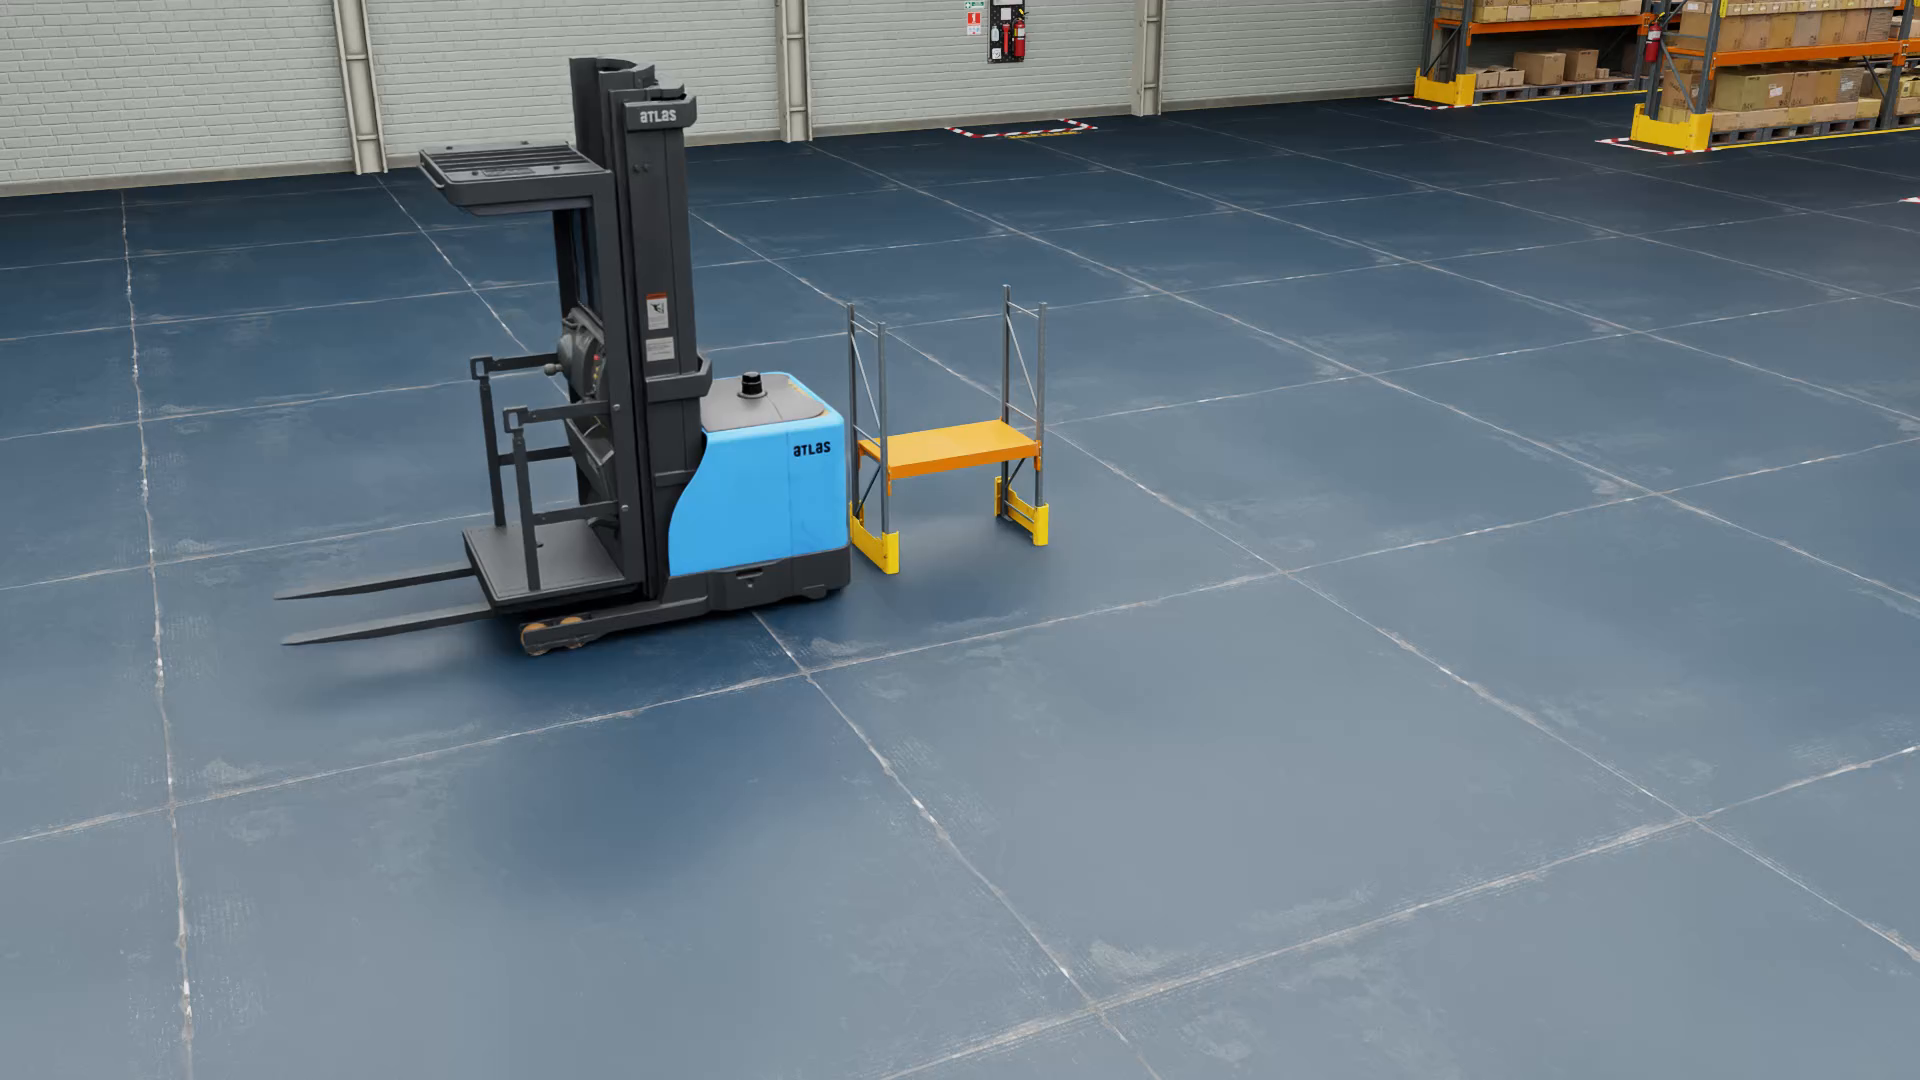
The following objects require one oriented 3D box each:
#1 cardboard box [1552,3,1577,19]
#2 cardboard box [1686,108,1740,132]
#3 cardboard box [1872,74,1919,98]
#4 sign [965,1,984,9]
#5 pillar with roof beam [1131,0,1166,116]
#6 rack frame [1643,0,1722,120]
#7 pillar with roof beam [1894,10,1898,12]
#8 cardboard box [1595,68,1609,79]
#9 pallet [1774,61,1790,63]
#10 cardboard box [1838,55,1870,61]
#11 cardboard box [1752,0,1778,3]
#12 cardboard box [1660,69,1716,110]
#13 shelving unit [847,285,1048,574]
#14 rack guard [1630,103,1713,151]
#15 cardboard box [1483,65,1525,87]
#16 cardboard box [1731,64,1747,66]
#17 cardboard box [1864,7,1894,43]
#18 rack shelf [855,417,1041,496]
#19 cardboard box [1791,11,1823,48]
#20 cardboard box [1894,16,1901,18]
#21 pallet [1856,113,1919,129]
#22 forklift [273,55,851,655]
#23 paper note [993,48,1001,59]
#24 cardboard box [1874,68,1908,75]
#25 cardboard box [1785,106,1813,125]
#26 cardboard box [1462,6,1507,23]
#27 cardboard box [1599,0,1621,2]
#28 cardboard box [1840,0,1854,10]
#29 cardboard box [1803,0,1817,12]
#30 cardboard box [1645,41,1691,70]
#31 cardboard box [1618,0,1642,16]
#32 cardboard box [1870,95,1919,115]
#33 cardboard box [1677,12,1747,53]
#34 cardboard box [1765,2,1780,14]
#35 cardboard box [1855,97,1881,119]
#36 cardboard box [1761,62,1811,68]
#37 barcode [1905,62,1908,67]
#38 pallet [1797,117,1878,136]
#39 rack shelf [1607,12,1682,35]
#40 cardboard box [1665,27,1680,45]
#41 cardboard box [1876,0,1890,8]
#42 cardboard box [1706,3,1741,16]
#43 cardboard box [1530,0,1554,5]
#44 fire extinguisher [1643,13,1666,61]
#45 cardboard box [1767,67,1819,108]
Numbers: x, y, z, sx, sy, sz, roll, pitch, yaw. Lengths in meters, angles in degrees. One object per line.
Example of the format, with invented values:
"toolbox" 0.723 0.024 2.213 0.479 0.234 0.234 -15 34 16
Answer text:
"cardboard box" 10.106 -9.015 28.276 0.500 0.250 0.500 -10 25 -23
"cardboard box" 10.880 -6.076 24.053 0.500 0.250 0.500 -10 25 -24
"cardboard box" 14.385 -6.969 25.477 0.500 0.311 0.500 -10 25 -23
"sign" 0.220 -8.072 25.088 0.331 0.109 0.001 -10 25 -24
"pillar with roof beam" 4.865 -9.554 21.565 0.400 9.000 9.100 -10 25 -24
"rack frame" 10.300 -7.140 23.577 0.127 3.000 1.000 -10 25 -24
"pillar with roof beam" 21.084 -12.540 28.778 0.400 9.000 9.100 -10 25 -24
"cardboard box" 11.284 -8.305 29.521 0.250 0.166 0.380 -14 26 -30
"pallet" 16.100 -8.990 31.692 1.213 0.211 1.003 -10 25 -24
"cardboard box" 16.869 -9.594 31.768 0.750 0.750 0.750 -11 25 -24
"cardboard box" 11.246 -7.957 23.723 0.500 0.500 0.700 -11 25 -25
"cardboard box" 10.655 -6.602 24.342 0.500 0.500 0.500 -10 25 -24
"shelving unit" -0.069 -0.680 9.933 1.083 1.500 0.587 -10 25 -24
"rack guard" 10.279 -5.981 24.046 0.348 0.500 1.175 -10 25 -24
"cardboard box" 9.325 -7.986 28.561 0.500 0.311 0.500 -8 24 -19
"cardboard box" 14.216 -9.039 30.858 0.500 0.500 0.700 -10 25 -24
"cardboard box" 13.508 -7.774 24.978 0.500 0.500 0.700 -11 25 -25
"rack shelf" -0.077 -0.513 9.998 1.000 0.185 0.538 -10 25 -24
"cardboard box" 12.120 -7.517 24.357 0.500 0.500 0.700 -10 24 -22
"cardboard box" 14.617 -7.951 25.711 0.258 0.266 0.396 -11 25 -25
"pallet" 14.552 -6.651 26.041 1.213 0.211 1.003 -10 25 -24
"forklift" -2.184 -0.976 8.776 3.031 2.935 1.130 -10 24 -22
"paper note" 0.565 -7.456 25.493 0.142 0.148 0.016 -10 25 -24
"cardboard box" 14.611 -7.241 26.133 0.500 0.311 0.500 -10 24 -22
"cardboard box" 12.232 -6.324 24.652 0.500 0.250 0.500 -10 25 -24
"cardboard box" 8.726 -8.758 27.656 0.500 0.250 0.500 -11 25 -25
"cardboard box" 11.014 -9.527 28.533 0.500 0.500 0.500 -11 25 -24
"cardboard box" 12.835 -7.862 24.343 0.250 0.149 0.380 -11 25 -24
"cardboard box" 12.133 -7.732 24.027 0.250 0.149 0.380 -10 25 -23
"cardboard box" 12.853 -8.789 30.254 0.500 0.500 0.700 -11 25 -25
"cardboard box" 11.458 -9.267 28.886 0.500 0.250 0.500 -10 25 -23
"cardboard box" 14.376 -6.709 25.581 0.500 0.250 0.500 -11 25 -25
"cardboard box" 10.727 -7.259 23.735 0.500 0.500 0.700 -10 25 -24
"cardboard box" 11.438 -7.604 23.718 0.250 0.149 0.380 -11 25 -24
"cardboard box" 13.582 -6.575 25.258 0.500 0.250 0.500 -10 25 -24
"cardboard box" 12.450 -6.939 25.156 0.500 0.500 0.500 -10 25 -24
"barcode" 14.315 -7.194 25.146 0.075 0.075 0.001 -10 25 -24
"pallet" 13.170 -6.398 25.430 1.213 0.211 1.003 -10 25 -24
"rack shelf" 13.555 -9.510 30.242 4.000 0.370 1.077 -10 25 -24
"cardboard box" 12.804 -9.107 30.042 0.500 0.250 0.500 -11 25 -25
"cardboard box" 13.529 -7.990 24.652 0.250 0.149 0.380 -11 25 -25
"cardboard box" 10.747 -7.477 23.412 0.250 0.149 0.380 -11 25 -24
"cardboard box" 9.627 -9.271 27.914 0.500 0.500 0.500 -11 25 -25
"fire extinguisher" 9.993 -7.245 23.931 0.183 0.674 0.296 -10 25 -24
"cardboard box" 12.233 -6.670 24.508 0.500 0.500 0.500 -10 25 -24
